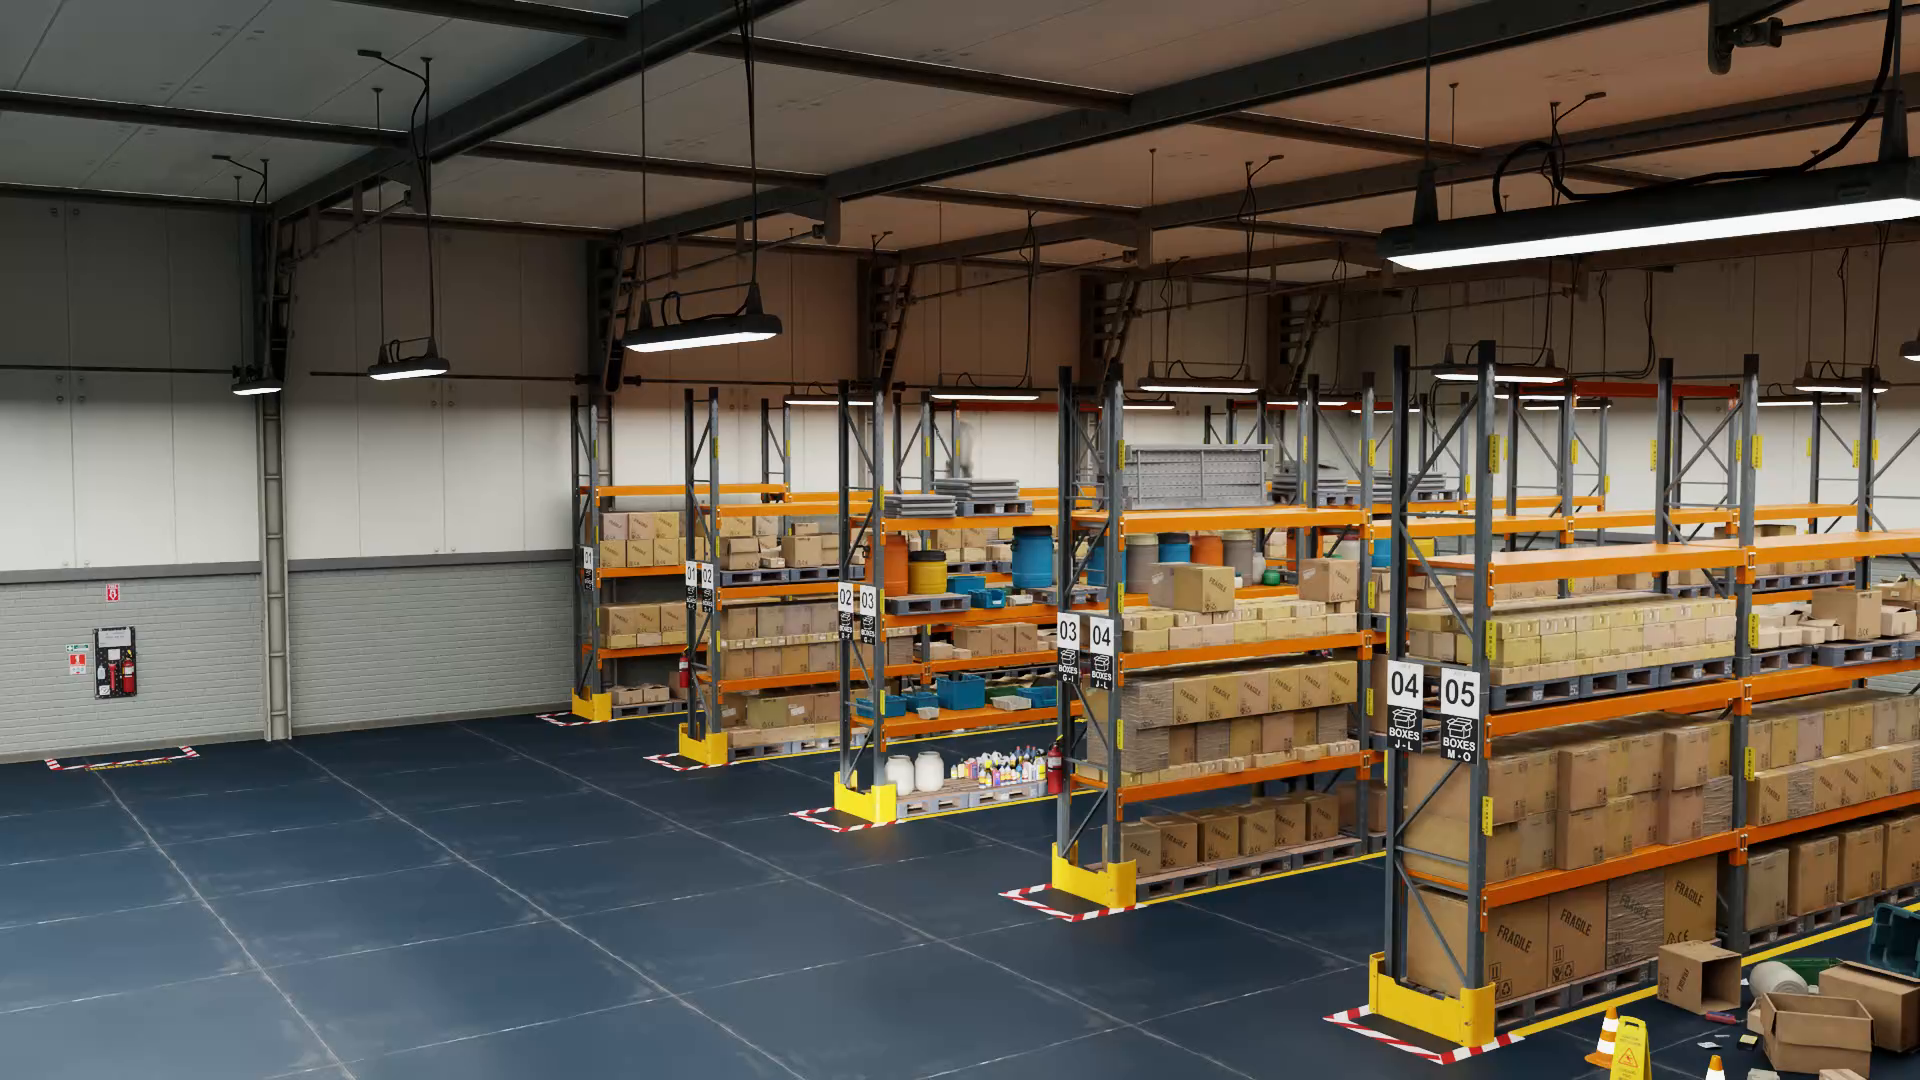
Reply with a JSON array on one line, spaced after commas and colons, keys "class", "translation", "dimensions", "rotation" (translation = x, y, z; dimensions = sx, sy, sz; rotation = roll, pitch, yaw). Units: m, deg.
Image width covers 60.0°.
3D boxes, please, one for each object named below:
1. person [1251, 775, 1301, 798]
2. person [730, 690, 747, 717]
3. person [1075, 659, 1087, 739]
[{"class": "person", "translation": [4.371, 2.911, 23.300], "dimensions": [1.079, 1.777, 0.711], "rotation": [-3, 4, -38]}, {"class": "person", "translation": [-4.060, 2.575, 30.254], "dimensions": [0.606, 1.626, 0.962], "rotation": [3, 4, 37]}, {"class": "person", "translation": [2.148, 2.649, 28.724], "dimensions": [0.563, 1.619, 0.689], "rotation": [3, 5, 45]}]
